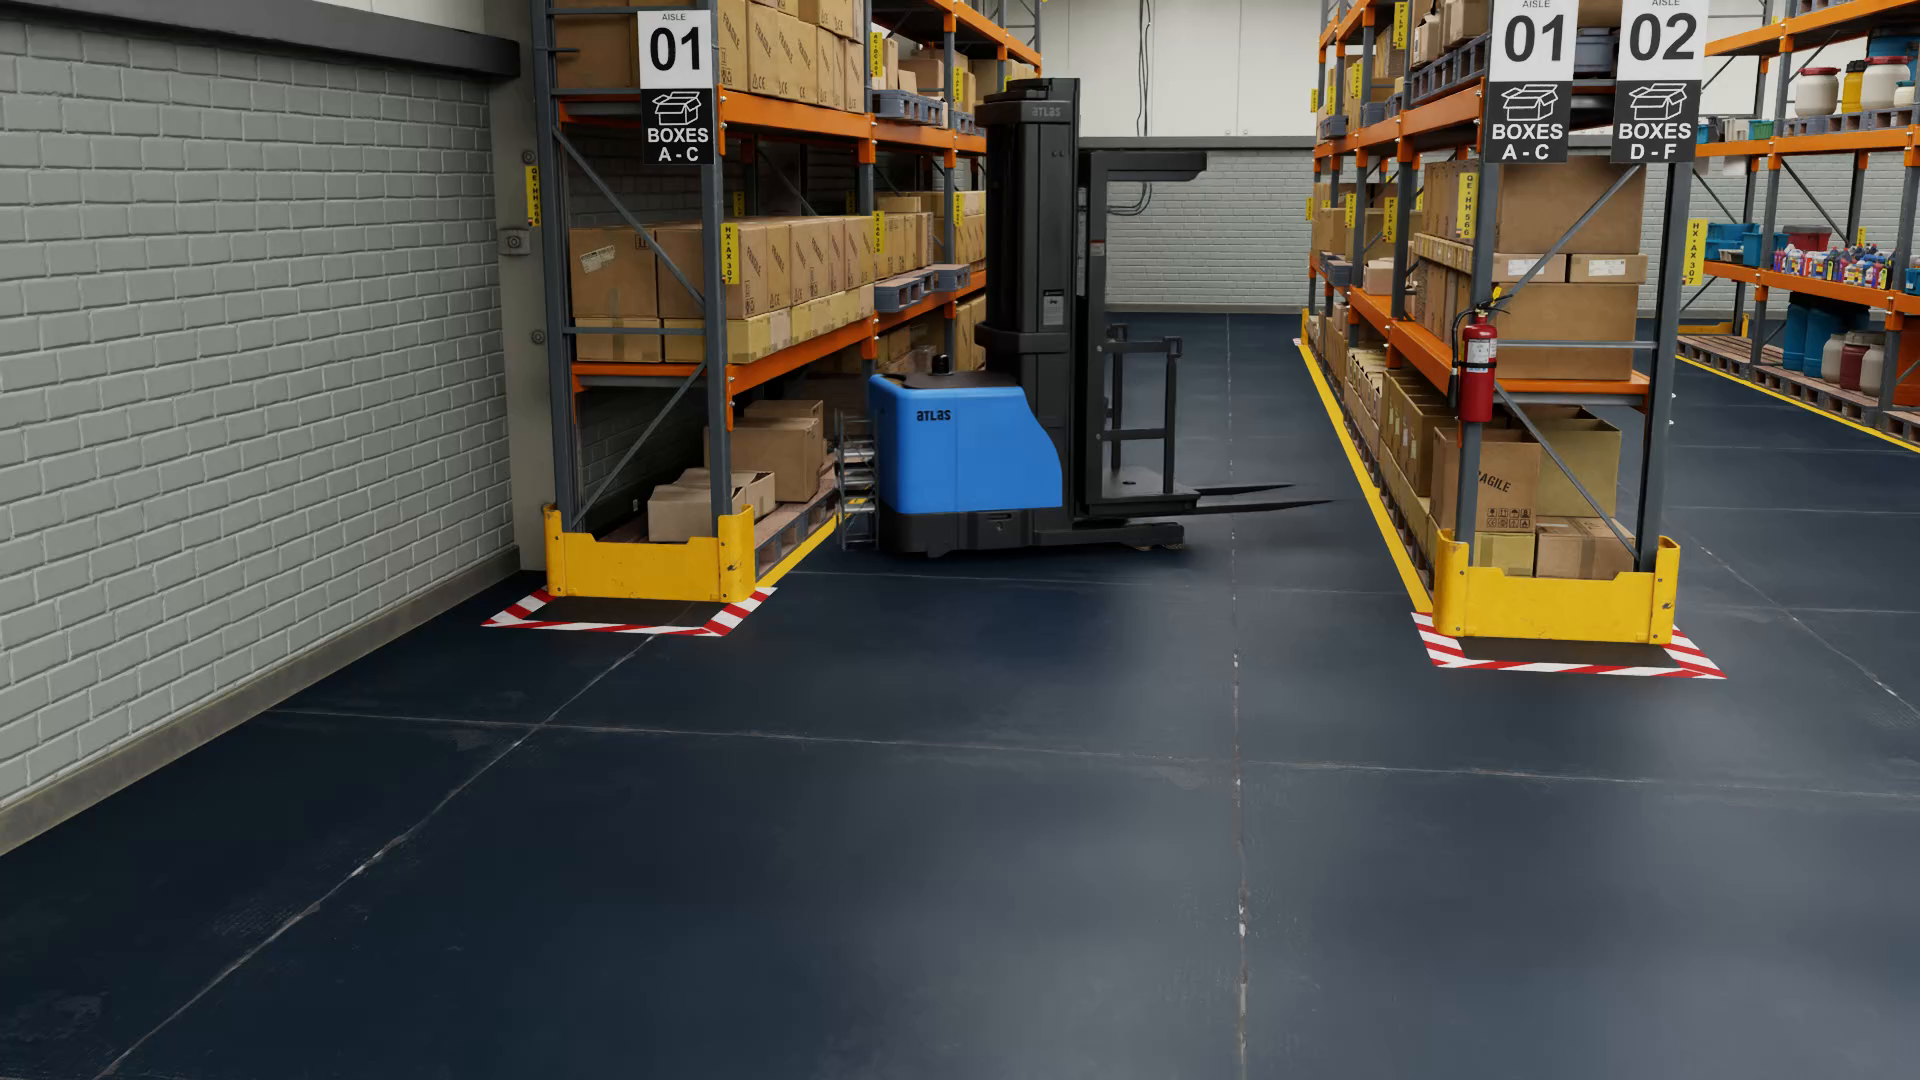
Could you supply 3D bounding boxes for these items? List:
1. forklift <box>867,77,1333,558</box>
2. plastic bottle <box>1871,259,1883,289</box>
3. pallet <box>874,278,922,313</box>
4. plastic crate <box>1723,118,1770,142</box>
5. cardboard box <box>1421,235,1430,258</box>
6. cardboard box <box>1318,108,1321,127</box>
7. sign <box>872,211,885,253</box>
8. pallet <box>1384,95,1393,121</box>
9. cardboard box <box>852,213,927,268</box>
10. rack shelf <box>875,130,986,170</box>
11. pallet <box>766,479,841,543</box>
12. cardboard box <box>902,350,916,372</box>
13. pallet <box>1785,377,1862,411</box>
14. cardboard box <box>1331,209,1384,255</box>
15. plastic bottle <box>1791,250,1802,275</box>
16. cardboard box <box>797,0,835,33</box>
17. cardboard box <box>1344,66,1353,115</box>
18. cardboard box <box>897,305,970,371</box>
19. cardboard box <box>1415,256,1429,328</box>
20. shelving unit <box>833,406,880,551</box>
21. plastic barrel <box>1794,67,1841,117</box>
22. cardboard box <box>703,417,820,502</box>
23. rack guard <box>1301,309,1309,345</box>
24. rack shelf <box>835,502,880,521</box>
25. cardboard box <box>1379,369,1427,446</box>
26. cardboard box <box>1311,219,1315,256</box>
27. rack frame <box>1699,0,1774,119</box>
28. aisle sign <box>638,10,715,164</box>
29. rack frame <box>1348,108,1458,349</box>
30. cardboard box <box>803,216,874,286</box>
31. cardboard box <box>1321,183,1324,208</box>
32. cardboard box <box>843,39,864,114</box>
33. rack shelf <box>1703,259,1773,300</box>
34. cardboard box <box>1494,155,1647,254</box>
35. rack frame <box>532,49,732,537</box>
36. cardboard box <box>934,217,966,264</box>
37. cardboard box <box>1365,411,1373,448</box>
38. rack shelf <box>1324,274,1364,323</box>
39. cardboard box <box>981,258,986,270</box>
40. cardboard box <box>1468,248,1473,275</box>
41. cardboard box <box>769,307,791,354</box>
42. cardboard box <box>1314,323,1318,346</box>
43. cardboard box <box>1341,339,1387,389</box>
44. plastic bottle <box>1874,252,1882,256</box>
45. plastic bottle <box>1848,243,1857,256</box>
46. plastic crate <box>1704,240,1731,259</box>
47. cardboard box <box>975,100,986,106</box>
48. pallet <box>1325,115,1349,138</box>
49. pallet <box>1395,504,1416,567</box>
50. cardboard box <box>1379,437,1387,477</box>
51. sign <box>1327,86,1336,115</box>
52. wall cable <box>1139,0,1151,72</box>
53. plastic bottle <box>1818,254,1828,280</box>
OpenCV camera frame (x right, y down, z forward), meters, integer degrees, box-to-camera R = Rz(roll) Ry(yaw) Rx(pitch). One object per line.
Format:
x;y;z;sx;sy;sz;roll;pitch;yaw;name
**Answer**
0.955;-1.467;10.843;3.031;2.935;1.130;-3;13;-14;forklift
8.906;-2.583;16.135;0.061;0.283;0.133;2;12;9;plastic bottle
-0.913;-2.043;13.807;1.003;0.211;1.213;2;12;9;pallet
9.815;-5.116;20.774;0.437;0.282;0.530;2;12;9;plastic crate
3.412;-2.033;11.528;0.380;0.149;0.250;2;12;7;cardboard box
5.146;-5.755;22.629;0.500;0.250;0.500;2;12;9;cardboard box
-0.637;-2.389;12.905;0.100;0.325;0.005;2;12;9;sign
4.151;-3.652;14.147;1.003;0.211;1.213;2;12;11;pallet
-0.681;-2.863;15.878;0.700;0.500;0.500;1;12;3;cardboard box
-0.251;-4.346;18.626;1.077;0.370;4.000;2;12;9;rack shelf
-1.428;-0.223;11.528;1.003;0.211;1.213;2;12;9;pallet
-0.812;-1.553;15.968;0.700;0.500;0.500;2;12;9;cardboard box
9.500;-1.549;17.681;1.003;0.211;1.213;2;12;9;pallet
4.614;-3.505;18.904;0.700;0.500;0.500;4;13;18;cardboard box
9.296;-3.080;18.471;0.097;0.271;0.097;0;12;0;plastic bottle
-1.127;-3.659;11.075;0.500;0.500;0.500;1;12;7;cardboard box
4.801;-5.155;19.200;0.600;0.600;0.600;1;12;3;cardboard box
-0.316;-2.118;17.807;0.750;0.750;0.750;2;12;8;cardboard box
3.659;-1.779;11.889;0.700;0.500;0.500;2;12;7;cardboard box
-0.665;-0.394;10.686;0.258;0.900;0.210;-3;13;-14;shelving unit
9.517;-4.963;18.463;0.433;0.535;0.433;0;12;0;plastic barrel
-1.344;-0.553;11.330;0.700;0.500;0.500;1;12;5;cardboard box
5.555;-3.083;24.110;1.175;0.500;0.348;2;12;9;rack guard
-0.665;-0.186;10.731;0.258;0.077;0.200;-3;13;-14;rack shelf
3.340;-0.964;12.095;0.500;0.500;0.500;2;12;9;cardboard box
5.238;-4.285;23.521;0.500;0.500;0.500;2;12;10;cardboard box
10.460;-7.092;22.540;1.000;3.000;0.127;2;12;9;rack frame
-1.504;-2.396;8.818;0.394;0.787;0.004;2;12;9;aisle sign
4.336;-2.655;16.193;1.000;3.000;0.127;2;12;9;rack frame
-0.941;-2.177;12.502;0.500;0.500;0.500;2;12;9;cardboard box
4.927;-4.351;21.450;0.500;0.500;0.500;2;12;9;cardboard box
-1.008;-3.393;12.214;0.500;0.500;0.500;2;12;10;cardboard box
10.153;-3.391;21.316;1.077;0.370;4.000;2;12;9;rack shelf
3.198;-1.781;8.818;0.700;0.500;0.500;2;12;9;cardboard box
-1.789;-1.149;9.207;1.000;3.000;0.127;2;12;9;rack frame
-0.232;-3.112;17.321;0.500;0.500;0.500;2;12;10;cardboard box
3.578;-0.884;13.507;0.500;0.250;0.500;2;12;8;cardboard box
4.644;-2.720;18.201;1.077;0.370;4.000;2;12;9;rack shelf
0.098;-3.243;19.472;0.380;0.149;0.250;2;12;9;cardboard box
3.054;-1.549;9.284;0.380;0.149;0.250;2;12;8;cardboard box
-1.335;-1.286;10.148;0.500;0.250;0.500;1;12;7;cardboard box
4.874;-2.672;21.611;0.500;0.311;0.500;2;12;9;cardboard box
4.248;-1.850;17.349;0.500;0.500;0.500;2;12;11;cardboard box
9.970;-2.992;18.052;0.152;0.276;0.135;2;12;9;plastic bottle
9.885;-3.105;18.398;0.144;0.351;0.185;2;12;9;plastic bottle
9.895;-3.792;21.723;0.416;0.233;0.300;2;12;9;plastic crate
0.423;-5.430;21.071;0.500;0.250;0.500;2;12;8;cardboard box
4.625;-4.513;18.139;1.213;0.211;1.003;2;12;9;pallet
3.372;-0.040;10.679;1.003;0.211;1.213;2;12;9;pallet
3.350;-0.597;12.172;0.500;0.250;0.500;2;12;9;cardboard box
4.414;-5.223;19.760;0.100;0.325;0.005;2;12;9;sign
4.567;-9.442;28.827;3.097;2.526;0.112;2;12;9;wall cable
9.160;-2.895;17.612;0.097;0.271;0.097;0;12;0;plastic bottle
